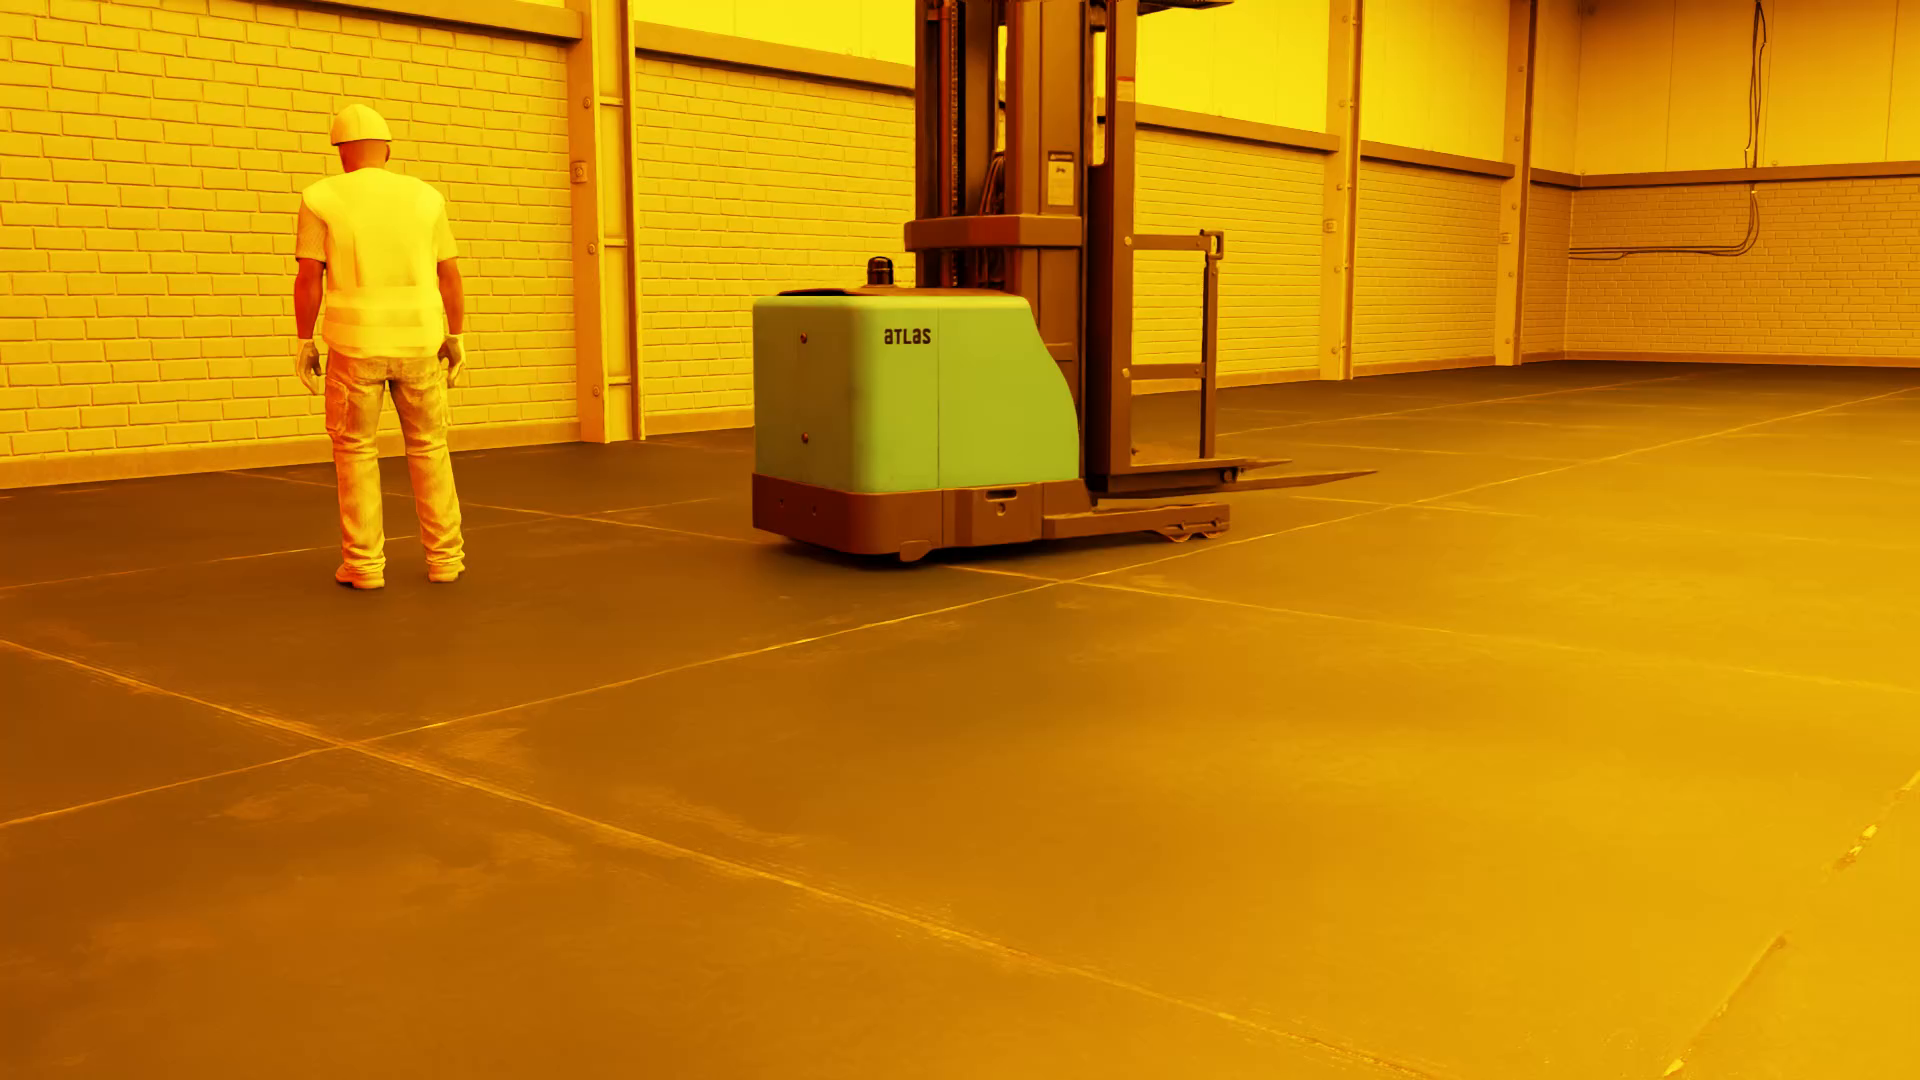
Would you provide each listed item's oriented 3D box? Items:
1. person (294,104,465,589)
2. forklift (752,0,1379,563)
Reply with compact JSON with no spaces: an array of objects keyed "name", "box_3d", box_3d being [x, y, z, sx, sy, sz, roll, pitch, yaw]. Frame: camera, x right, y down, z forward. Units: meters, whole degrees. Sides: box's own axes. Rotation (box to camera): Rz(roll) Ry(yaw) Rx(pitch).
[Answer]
[{"name":"person","box_3d":[-2.152,-0.716,6.193,0.617,1.772,0.453,-5,10,-30]},{"name":"forklift","box_3d":[0.612,-1.497,7.509,3.031,2.935,1.130,-5,10,-32]}]
